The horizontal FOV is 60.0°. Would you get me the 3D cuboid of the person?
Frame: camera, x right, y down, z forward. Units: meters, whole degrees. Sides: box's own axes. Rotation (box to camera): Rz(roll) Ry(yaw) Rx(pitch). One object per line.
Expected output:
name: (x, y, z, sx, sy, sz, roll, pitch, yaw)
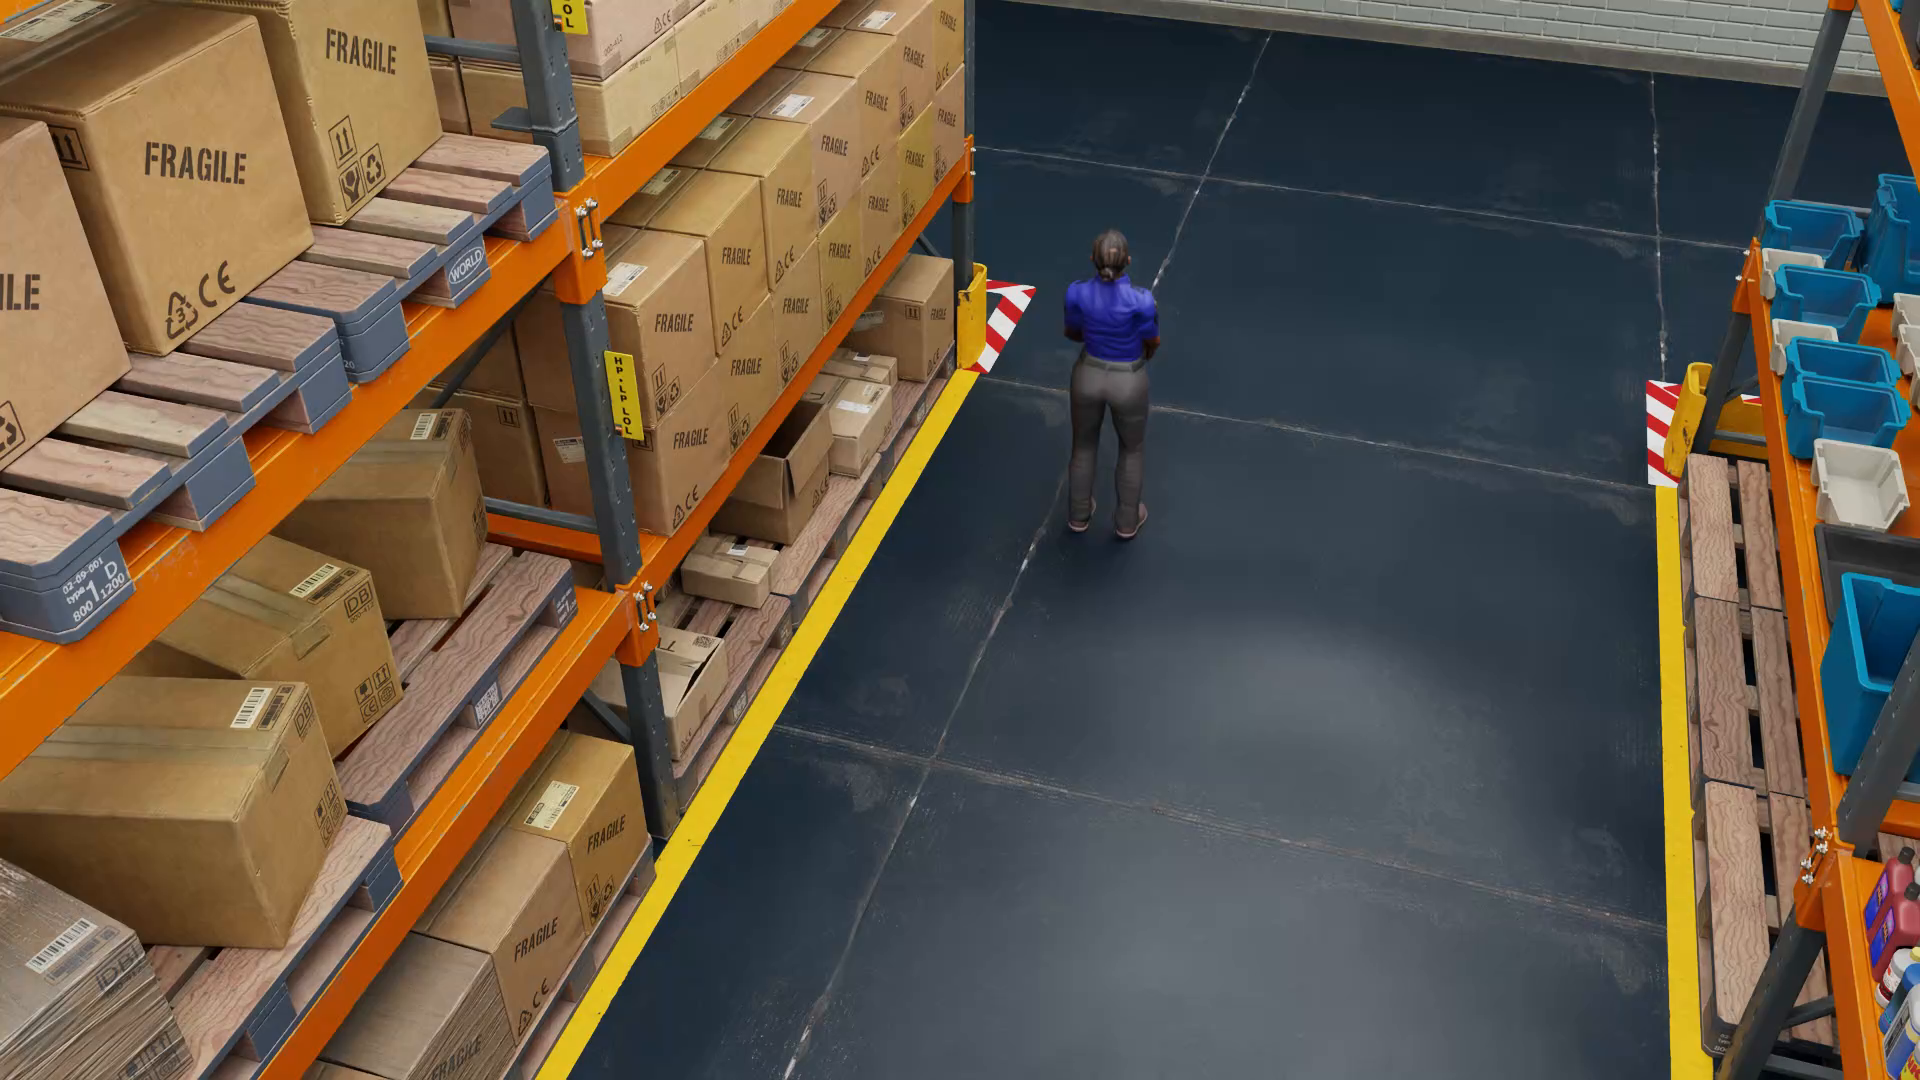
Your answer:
person: (0.720, -0.776, 7.915, 0.456, 1.655, 0.507, 11, 39, 14)
